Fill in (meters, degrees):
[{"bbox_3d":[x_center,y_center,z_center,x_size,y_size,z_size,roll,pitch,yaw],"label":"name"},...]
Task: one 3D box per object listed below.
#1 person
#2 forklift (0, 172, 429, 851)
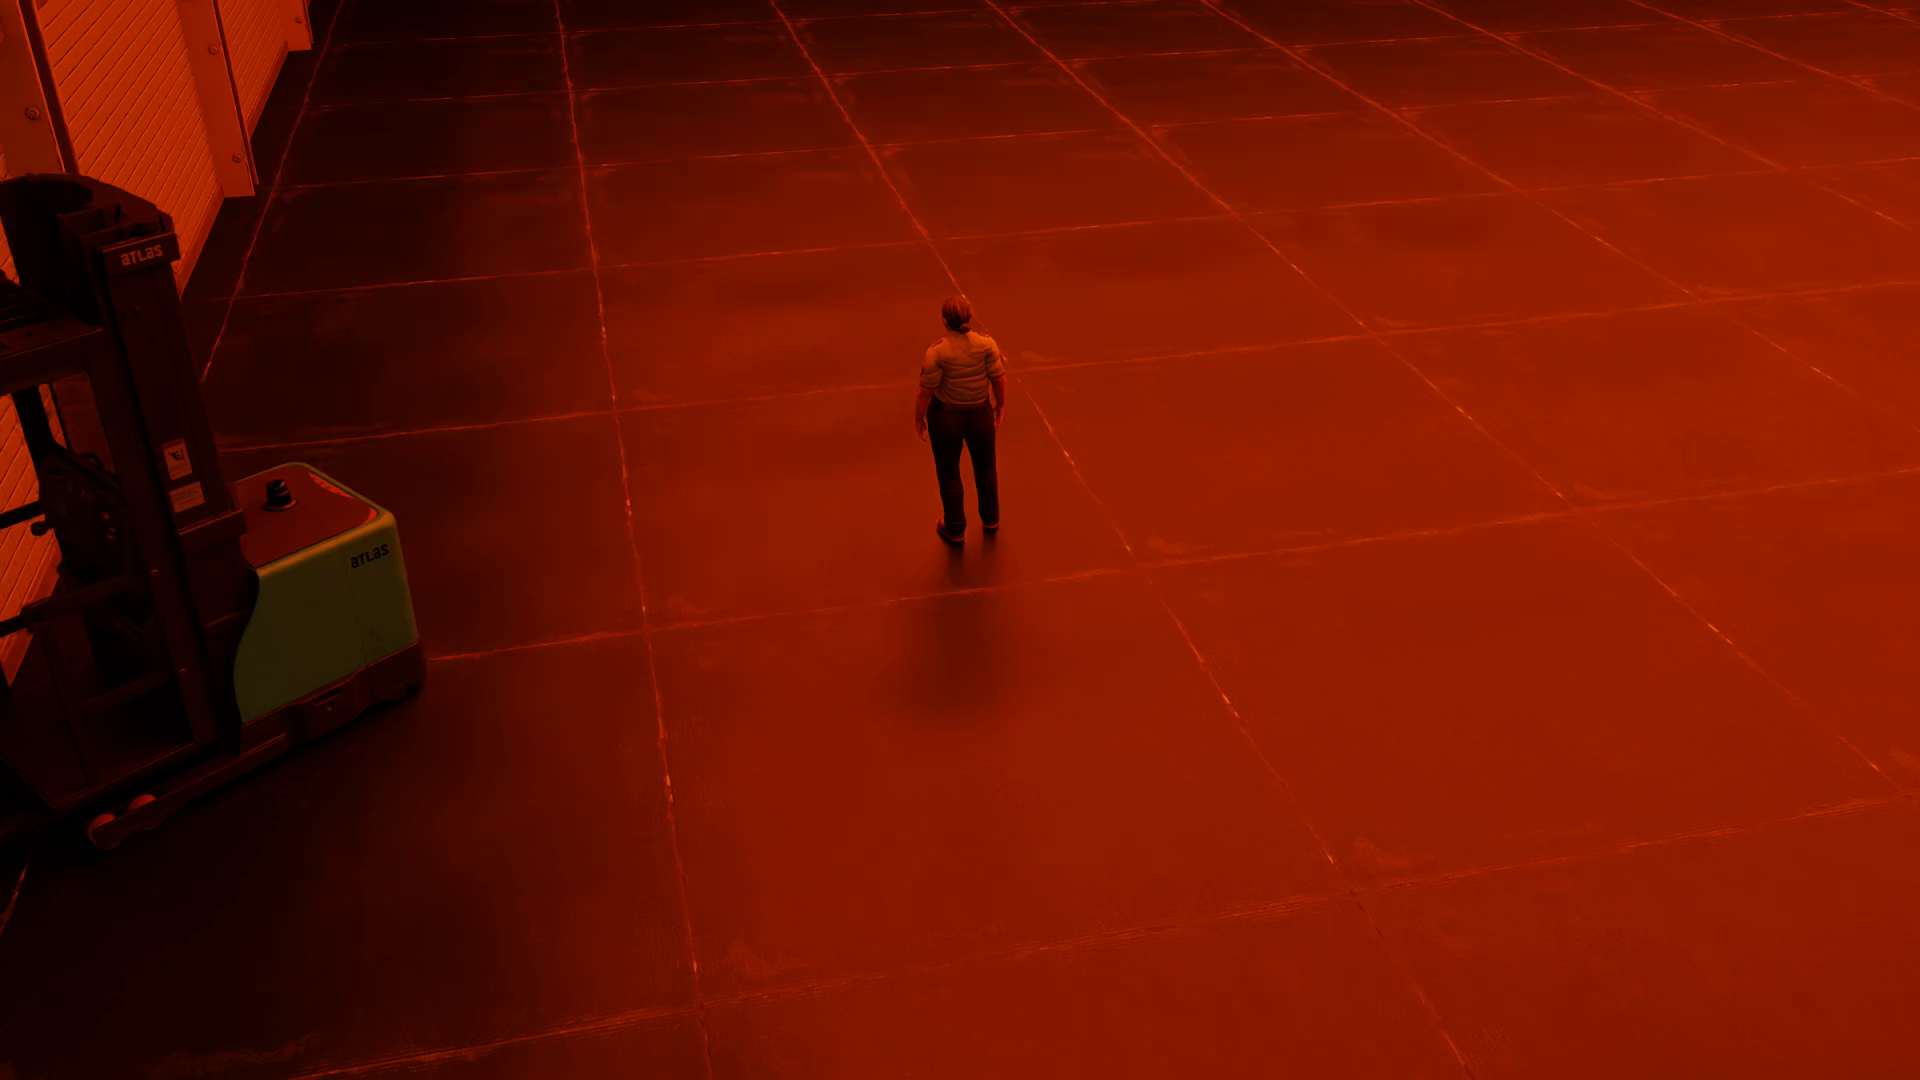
[{"bbox_3d":[0.001,-0.766,10.164,0.598,1.651,0.502,-7,31,-12],"label":"person"},{"bbox_3d":[-4.257,-0.078,7.710,1.130,2.935,3.031,24,38,35],"label":"forklift"}]
